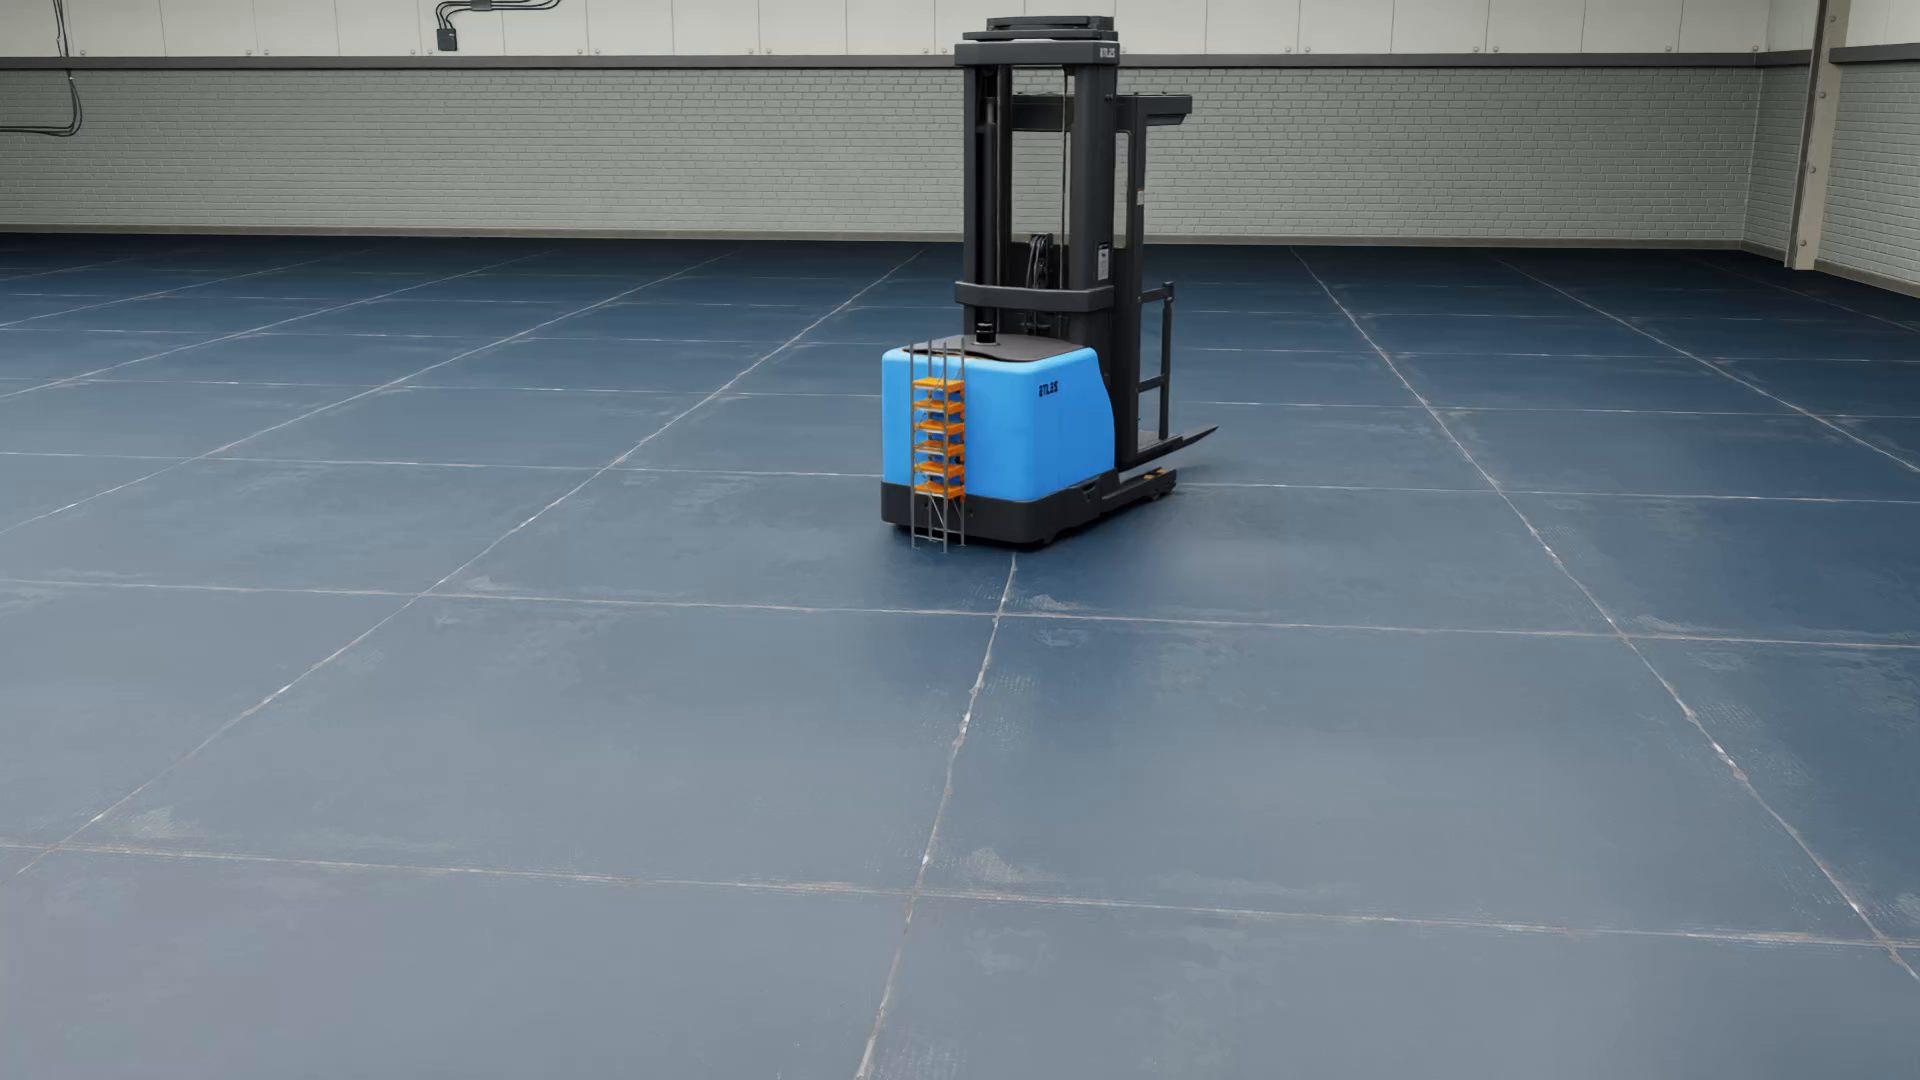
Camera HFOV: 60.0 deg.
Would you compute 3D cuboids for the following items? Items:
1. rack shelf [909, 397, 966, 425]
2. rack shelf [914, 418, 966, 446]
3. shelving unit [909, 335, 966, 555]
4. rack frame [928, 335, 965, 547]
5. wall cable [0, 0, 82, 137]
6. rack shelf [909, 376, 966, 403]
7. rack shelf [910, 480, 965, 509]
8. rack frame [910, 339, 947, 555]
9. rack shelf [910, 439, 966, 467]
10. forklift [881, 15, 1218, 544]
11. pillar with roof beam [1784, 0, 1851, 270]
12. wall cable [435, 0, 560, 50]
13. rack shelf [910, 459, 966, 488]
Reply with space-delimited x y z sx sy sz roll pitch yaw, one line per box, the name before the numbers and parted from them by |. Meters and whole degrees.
rack shelf | -0.126 -0.722 9.285 0.258 0.103 0.180 9 18 31
rack shelf | -0.126 -0.606 9.316 0.258 0.103 0.180 9 18 31
shelving unit | -0.126 -0.533 9.336 0.258 1.200 0.189 9 18 31
rack frame | -0.077 -0.554 9.411 0.240 1.200 0.006 9 18 31
wall cable | -17.309 -8.494 29.782 3.097 2.526 0.112 2 15 6
rack shelf | -0.126 -0.838 9.254 0.258 0.103 0.180 9 18 31
rack shelf | -0.126 -0.259 9.410 0.258 0.103 0.180 9 18 31
rack frame | -0.174 -0.513 9.261 0.240 1.200 0.006 9 18 31
rack shelf | -0.126 -0.491 9.348 0.258 0.103 0.180 9 18 31
forklift | 0.745 -1.723 10.420 1.130 2.935 3.031 9 18 31
pillar with roof beam | 8.066 -8.466 23.733 9.100 9.000 0.400 2 15 6
wall cable | -7.878 -11.351 27.884 2.305 6.003 0.169 2 15 6
rack shelf | -0.126 -0.375 9.379 0.258 0.103 0.180 9 18 31
